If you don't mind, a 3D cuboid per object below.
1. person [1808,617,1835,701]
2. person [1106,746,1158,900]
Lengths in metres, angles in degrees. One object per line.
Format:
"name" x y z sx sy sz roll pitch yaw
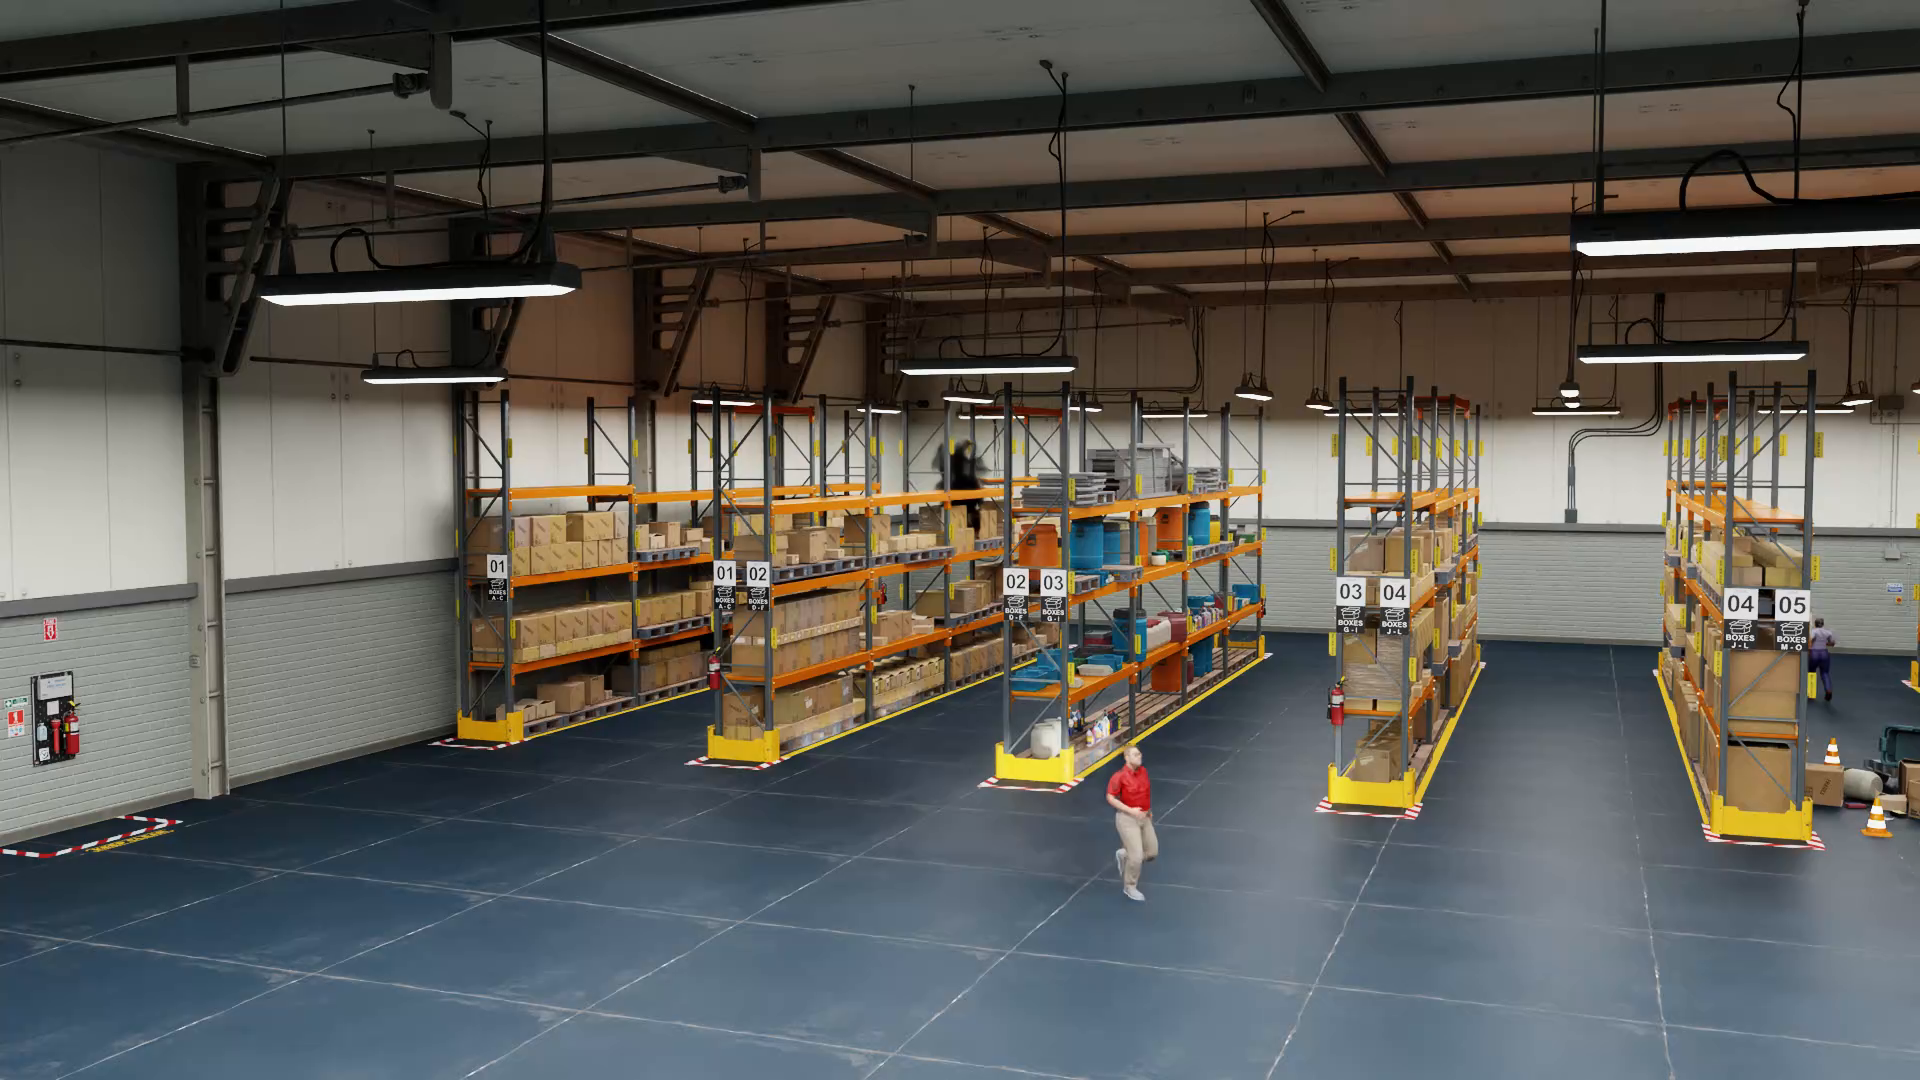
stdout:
"person" 16.948 2.353 32.806 0.632 1.654 0.903 0 3 8
"person" 1.924 3.144 18.614 0.697 1.692 0.627 -3 4 -42
